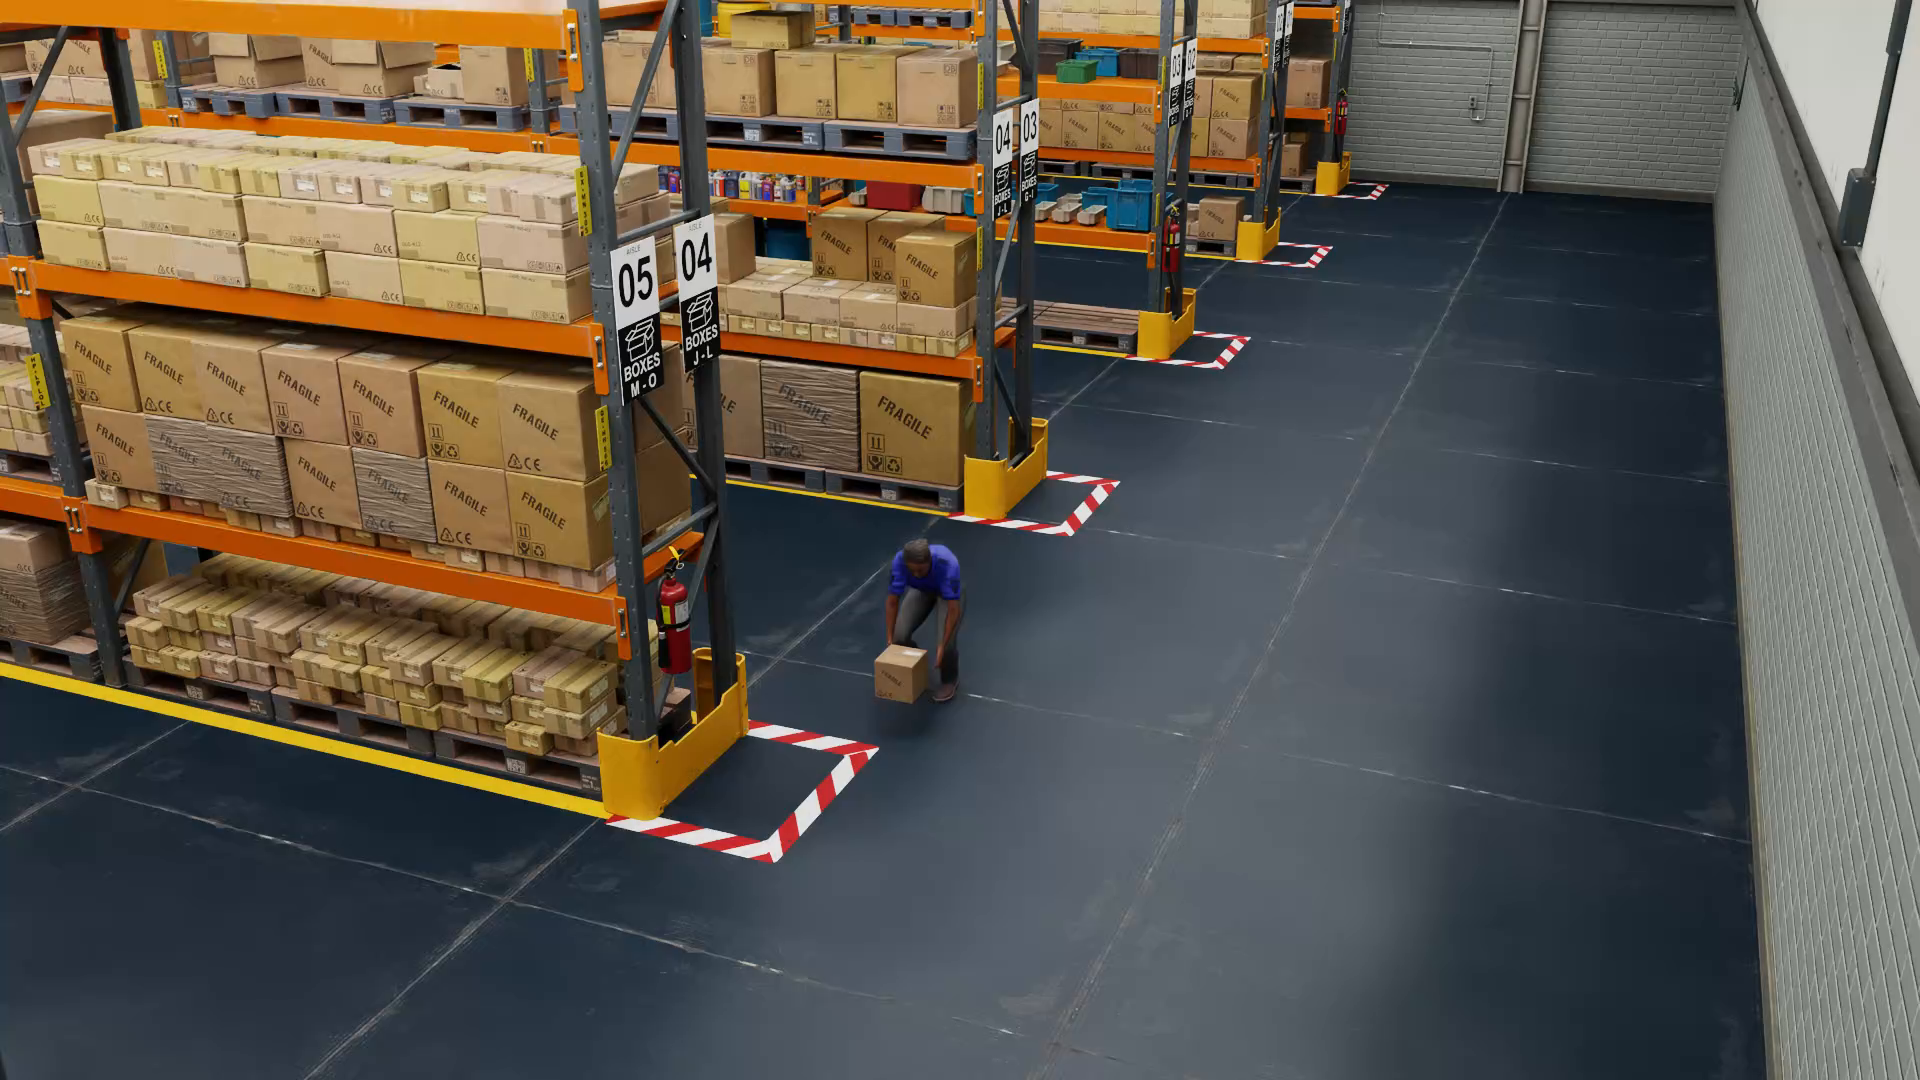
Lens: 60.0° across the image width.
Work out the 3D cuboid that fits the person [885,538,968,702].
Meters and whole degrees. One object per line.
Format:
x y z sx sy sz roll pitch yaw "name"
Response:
-0.179 0.448 10.480 0.501 1.168 0.726 9 24 20 "person"
